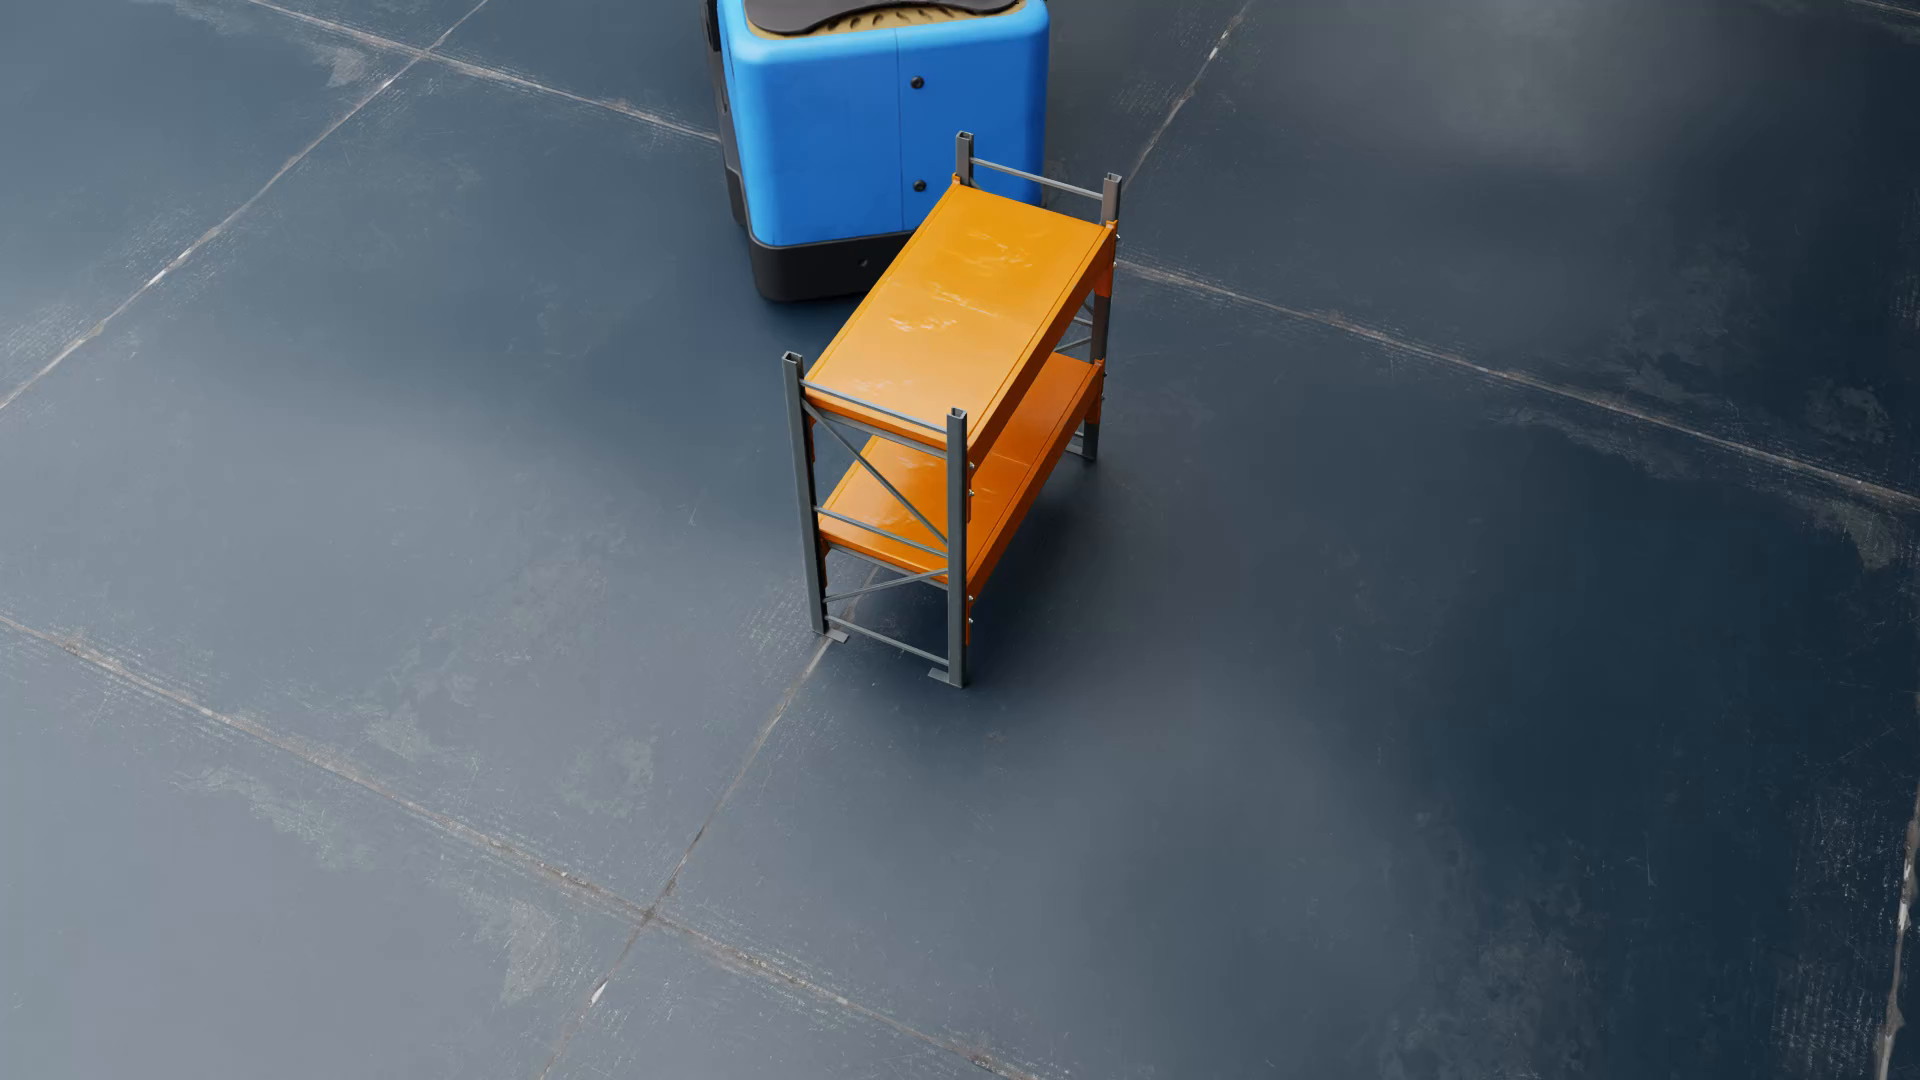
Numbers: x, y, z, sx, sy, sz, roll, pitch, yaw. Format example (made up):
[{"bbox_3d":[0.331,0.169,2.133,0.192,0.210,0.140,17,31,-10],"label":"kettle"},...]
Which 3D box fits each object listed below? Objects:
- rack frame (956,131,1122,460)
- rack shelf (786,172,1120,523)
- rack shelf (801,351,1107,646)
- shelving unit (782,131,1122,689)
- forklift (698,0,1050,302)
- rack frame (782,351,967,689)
[{"bbox_3d":[0.220,-0.719,5.123,0.500,1.125,0.032,20,52,16],"label":"rack frame"},{"bbox_3d":[0.003,-0.559,4.603,0.538,0.278,1.000,20,52,16],"label":"rack shelf"},{"bbox_3d":[0.003,-0.211,5.012,0.538,0.278,1.000,20,52,16],"label":"rack shelf"},{"bbox_3d":[0.003,-0.369,4.826,0.538,1.125,1.048,20,52,16],"label":"shelving unit"},{"bbox_3d":[-0.483,-2.939,5.826,1.130,2.935,3.031,-8,50,-7],"label":"forklift"},{"bbox_3d":[-0.214,-0.019,4.528,0.500,1.125,0.032,20,52,16],"label":"rack frame"}]
